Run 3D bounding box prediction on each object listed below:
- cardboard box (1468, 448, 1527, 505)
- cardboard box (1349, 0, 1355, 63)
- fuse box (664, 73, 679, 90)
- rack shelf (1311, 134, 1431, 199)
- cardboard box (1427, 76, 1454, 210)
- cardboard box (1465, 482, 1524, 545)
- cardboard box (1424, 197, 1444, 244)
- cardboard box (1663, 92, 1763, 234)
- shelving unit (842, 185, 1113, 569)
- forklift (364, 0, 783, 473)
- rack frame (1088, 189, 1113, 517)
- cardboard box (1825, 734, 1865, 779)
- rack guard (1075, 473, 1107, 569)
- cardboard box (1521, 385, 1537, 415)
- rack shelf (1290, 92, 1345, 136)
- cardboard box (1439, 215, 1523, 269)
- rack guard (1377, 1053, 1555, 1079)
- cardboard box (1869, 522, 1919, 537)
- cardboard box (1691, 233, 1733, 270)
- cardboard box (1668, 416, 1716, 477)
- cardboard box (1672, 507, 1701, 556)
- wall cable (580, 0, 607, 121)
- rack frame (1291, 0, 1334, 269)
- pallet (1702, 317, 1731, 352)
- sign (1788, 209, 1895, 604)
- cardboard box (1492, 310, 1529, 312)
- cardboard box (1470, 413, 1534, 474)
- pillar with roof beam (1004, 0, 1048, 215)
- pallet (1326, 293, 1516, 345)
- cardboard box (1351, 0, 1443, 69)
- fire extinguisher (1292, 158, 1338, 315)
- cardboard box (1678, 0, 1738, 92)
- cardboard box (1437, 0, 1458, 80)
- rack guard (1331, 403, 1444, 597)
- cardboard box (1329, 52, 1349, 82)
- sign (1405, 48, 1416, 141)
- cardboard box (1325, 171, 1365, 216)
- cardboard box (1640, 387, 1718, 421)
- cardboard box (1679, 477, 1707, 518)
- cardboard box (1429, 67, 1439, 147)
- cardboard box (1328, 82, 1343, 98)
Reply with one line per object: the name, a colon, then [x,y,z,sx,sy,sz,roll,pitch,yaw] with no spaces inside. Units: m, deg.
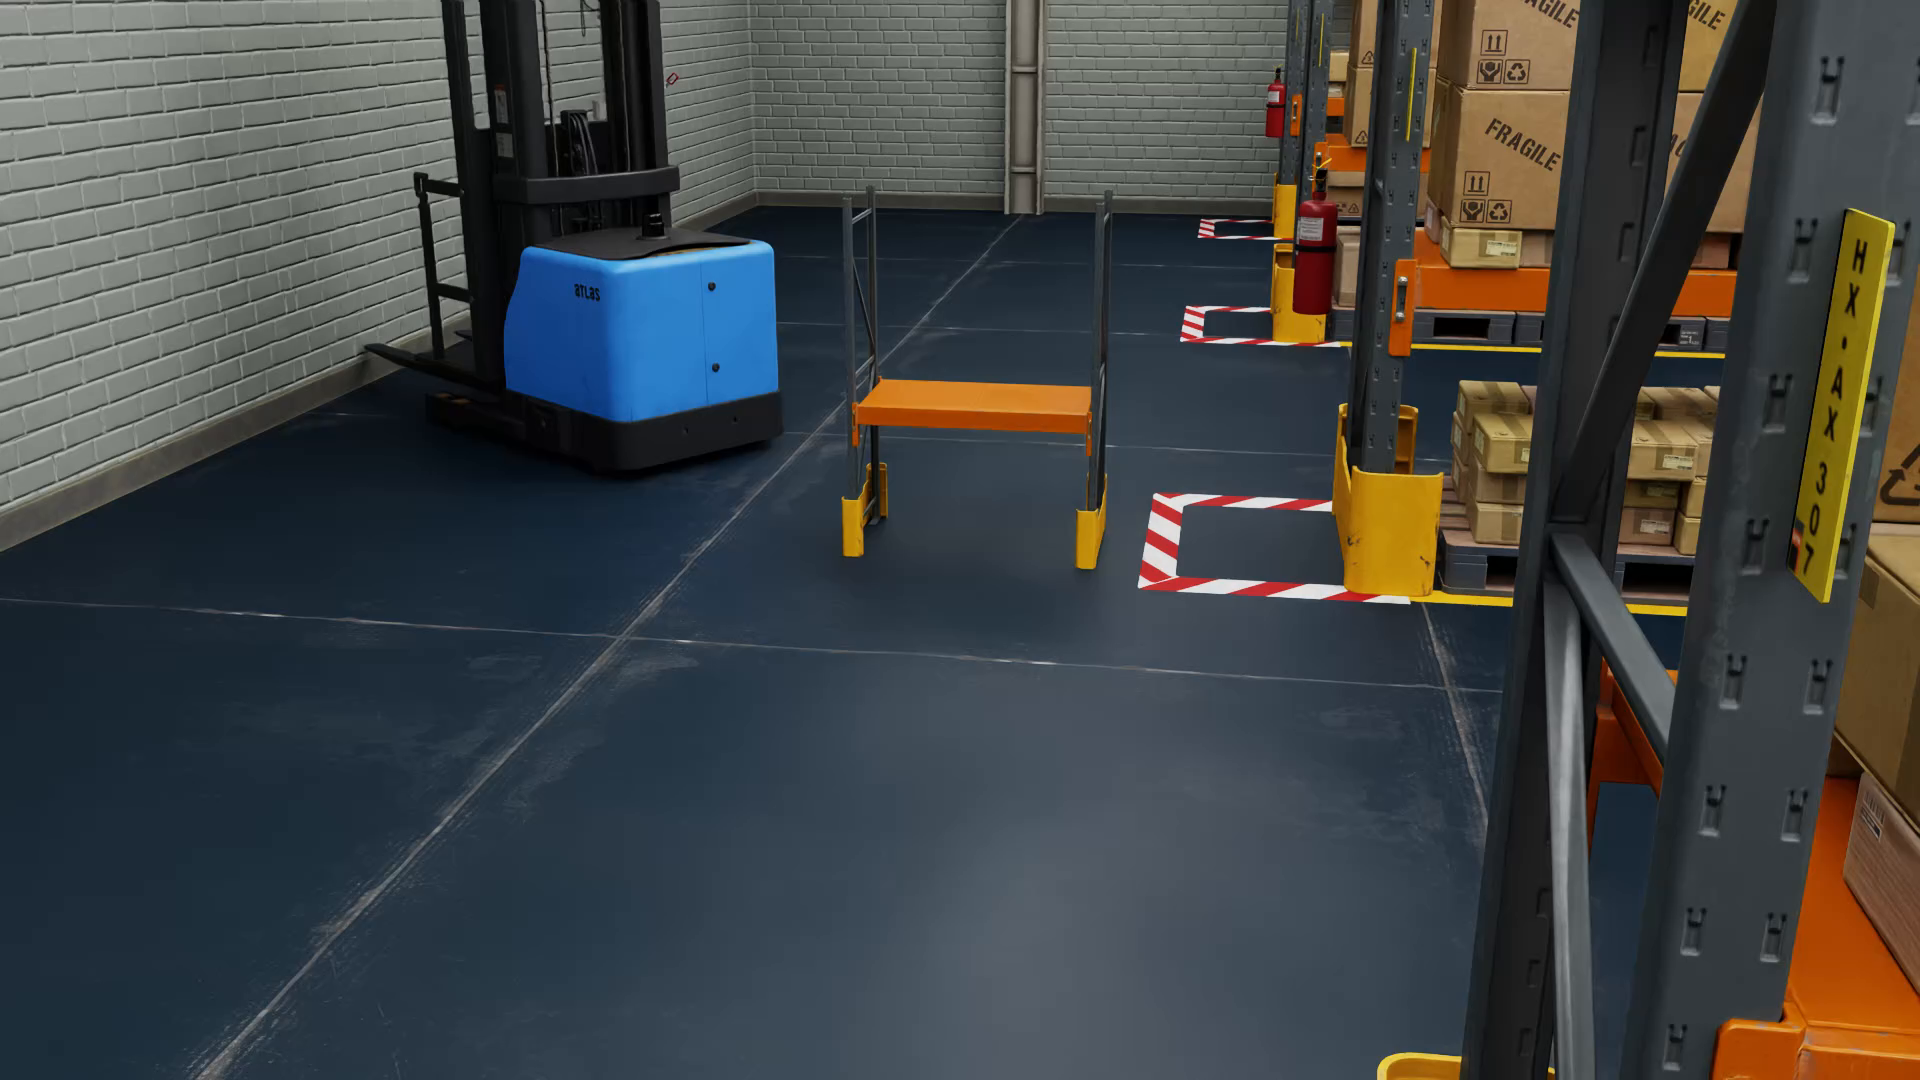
cardboard box: [2.210,-0.269,6.743,0.250,0.149,0.380,4,19,11]
cardboard box: [2.933,-3.516,11.350,0.500,0.500,0.500,4,19,10]
fuse box: [-2.675,-3.260,14.350,0.414,1.711,0.539,3,19,9]
rack shelf: [4.394,-2.502,11.187,4.000,0.370,1.077,3,19,9]
cardboard box: [2.218,-1.634,6.834,0.500,0.500,0.500,3,19,10]
cardboard box: [2.200,-0.109,6.731,0.250,0.149,0.380,3,19,10]
cardboard box: [2.100,-1.341,6.980,0.250,0.149,0.380,3,19,9]
cardboard box: [2.665,-1.448,6.278,0.500,0.500,0.500,3,19,9]
shelving unit: [0.075,-0.707,7.054,1.083,1.500,0.587,3,19,9]
forklift: [-2.331,-2.102,8.966,3.031,2.935,1.130,17,25,42]
rack frame: [0.586,-0.681,6.976,0.032,1.500,0.500,3,19,9]
cardboard box: [1.251,0.195,2.390,0.250,0.149,0.380,3,19,10]
rack guard: [0.567,-0.090,7.177,0.087,0.250,0.587,3,19,9]
cardboard box: [2.535,-0.539,7.081,0.250,0.149,0.380,3,19,10]
rack shelf: [5.177,-4.057,15.836,4.000,0.370,1.077,3,19,9]
cardboard box: [2.001,-1.150,6.408,0.250,0.149,0.380,3,19,8]
rack guard: [0.823,1.345,2.495,0.348,0.500,1.175,3,19,9]
cardboard box: [1.368,0.032,2.247,0.500,0.250,0.500,3,19,8]
cardboard box: [2.794,-1.150,6.408,0.250,0.149,0.380,4,19,11]
cardboard box: [2.975,-0.369,6.572,0.250,0.149,0.380,2,19,6]
cardboard box: [2.953,-0.063,6.597,0.250,0.149,0.380,3,19,9]
wall cable: [-2.939,-4.147,13.369,0.122,1.984,0.588,3,19,9]
rack frame: [2.419,-2.944,11.374,0.127,3.000,1.000,3,19,9]
pallet: [5.630,-1.483,11.403,1.213,0.211,1.003,3,19,9]
sign: [0.753,-0.114,1.427,0.005,0.325,0.100,3,19,9]
cardboard box: [3.991,-1.883,11.579,0.875,0.438,0.875,3,19,10]
cardboard box: [2.197,-0.385,6.618,0.250,0.149,0.380,2,19,6]
pillar with roof beam: [0.000,-6.413,12.289,0.400,9.000,9.100,3,19,9]
pallet: [3.221,-1.606,11.770,1.213,0.211,1.003,3,19,9]
cardboard box: [2.848,-3.352,10.861,0.500,0.500,0.500,3,19,7]
fire extinguisher: [1.558,-1.332,7.266,0.183,0.674,0.296,3,19,9]
cardboard box: [2.634,-1.921,6.116,0.500,0.500,0.500,3,19,10]
cardboard box: [2.225,-2.106,6.666,0.500,0.500,0.500,3,19,8]
rack guard: [1.808,-0.199,7.109,0.348,0.500,1.175,3,19,9]
cardboard box: [3.608,-4.462,15.678,0.500,0.250,0.500,3,19,9]
sign: [1.648,-1.629,6.079,0.005,0.325,0.100,3,19,9]
cardboard box: [3.791,-3.454,16.171,0.637,0.503,0.797,2,19,6]
cardboard box: [3.057,-0.533,7.063,0.250,0.149,0.380,2,19,6]
cardboard box: [2.963,-0.206,6.555,0.250,0.149,0.380,4,19,10]
cardboard box: [3.351,-2.860,10.967,0.500,0.500,0.500,3,19,8]
cardboard box: [3.484,-4.277,15.756,0.250,0.149,0.380,3,19,8]
